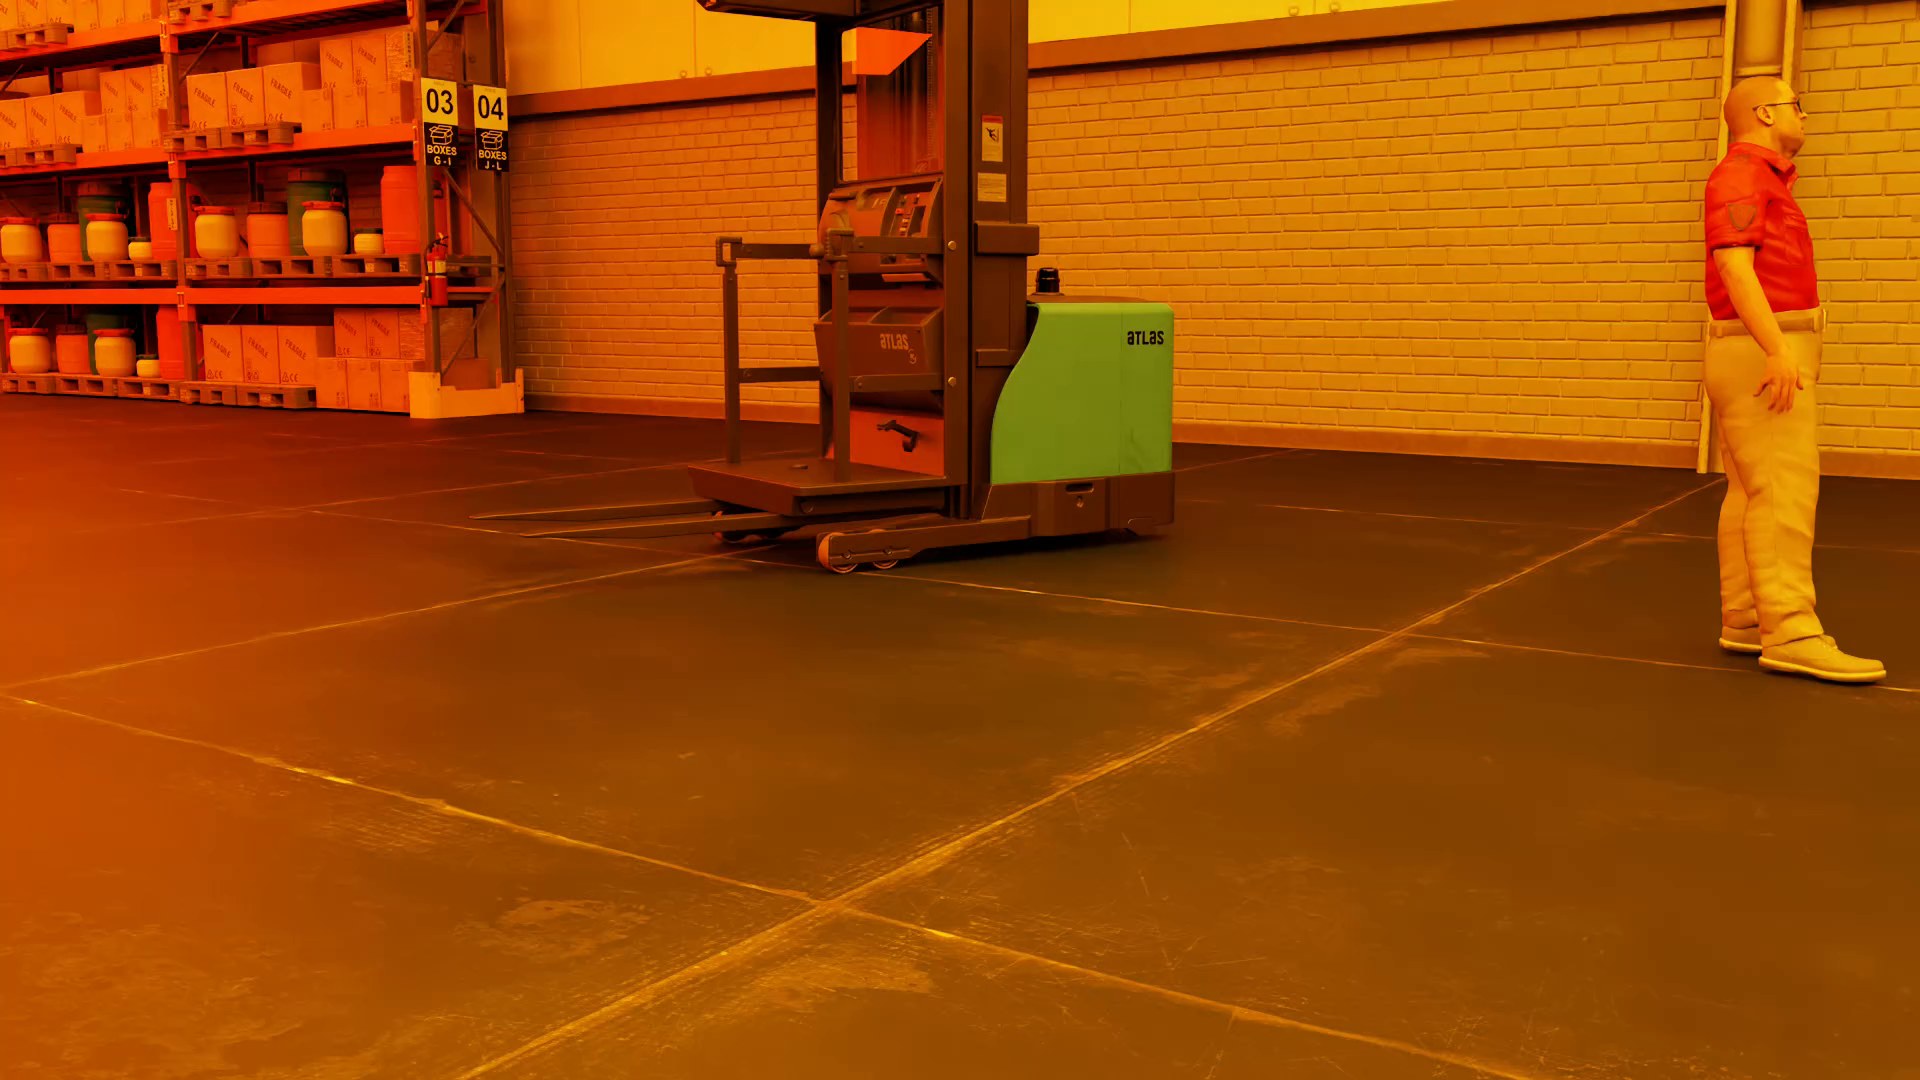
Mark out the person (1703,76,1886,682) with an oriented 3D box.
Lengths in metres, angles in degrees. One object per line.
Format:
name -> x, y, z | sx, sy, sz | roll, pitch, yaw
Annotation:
person -> 2.480, -0.501, 4.933 | 0.551, 1.727, 0.641 | 4, 9, 25

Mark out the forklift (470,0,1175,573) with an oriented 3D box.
forklift -> -0.524, -1.402, 7.054 | 3.031, 2.935, 1.130 | -5, 10, -33
